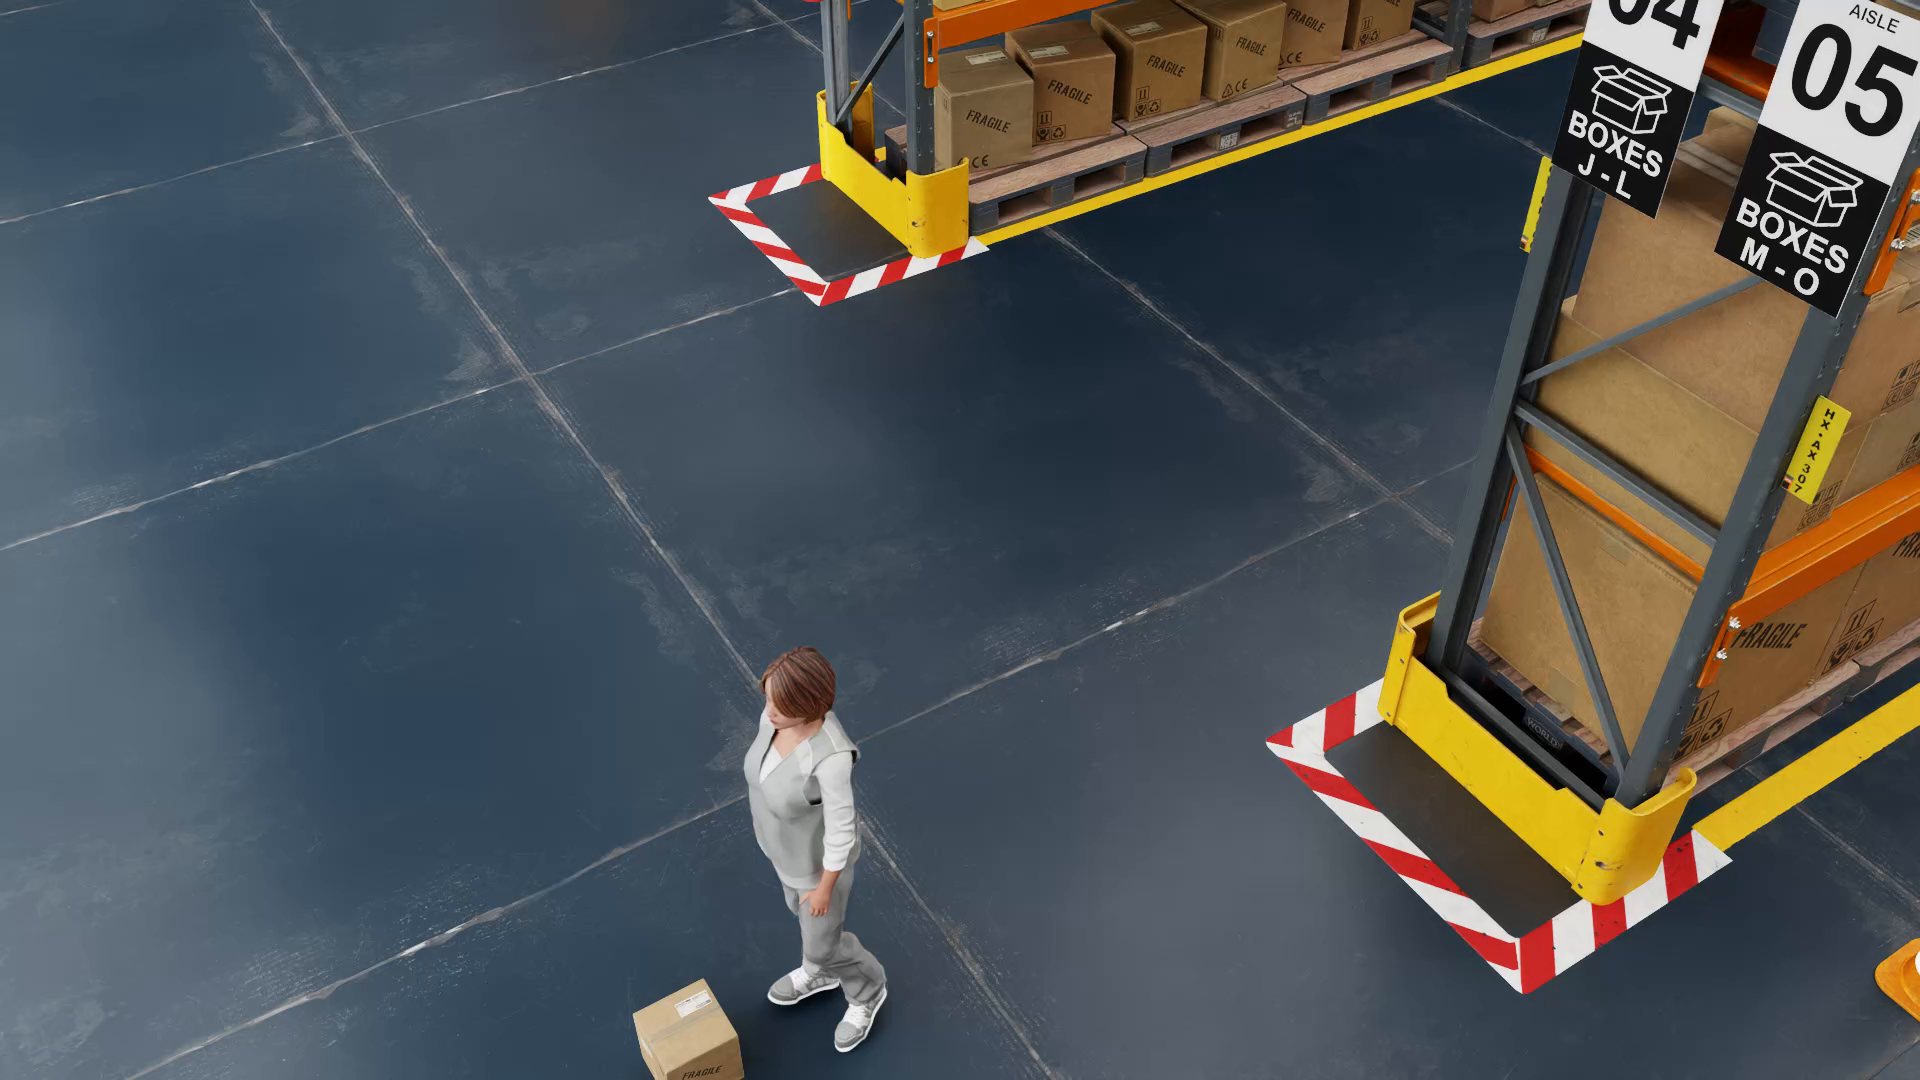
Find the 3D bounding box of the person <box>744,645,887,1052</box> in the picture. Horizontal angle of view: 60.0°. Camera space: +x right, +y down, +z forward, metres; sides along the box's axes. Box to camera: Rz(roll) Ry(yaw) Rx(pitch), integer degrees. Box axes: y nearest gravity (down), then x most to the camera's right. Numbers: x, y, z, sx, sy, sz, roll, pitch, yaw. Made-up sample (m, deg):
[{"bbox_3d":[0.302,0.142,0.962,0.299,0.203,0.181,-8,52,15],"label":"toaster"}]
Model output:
[{"bbox_3d":[-0.452,0.943,5.083,0.352,1.594,0.452,-22,46,-23],"label":"person"}]
